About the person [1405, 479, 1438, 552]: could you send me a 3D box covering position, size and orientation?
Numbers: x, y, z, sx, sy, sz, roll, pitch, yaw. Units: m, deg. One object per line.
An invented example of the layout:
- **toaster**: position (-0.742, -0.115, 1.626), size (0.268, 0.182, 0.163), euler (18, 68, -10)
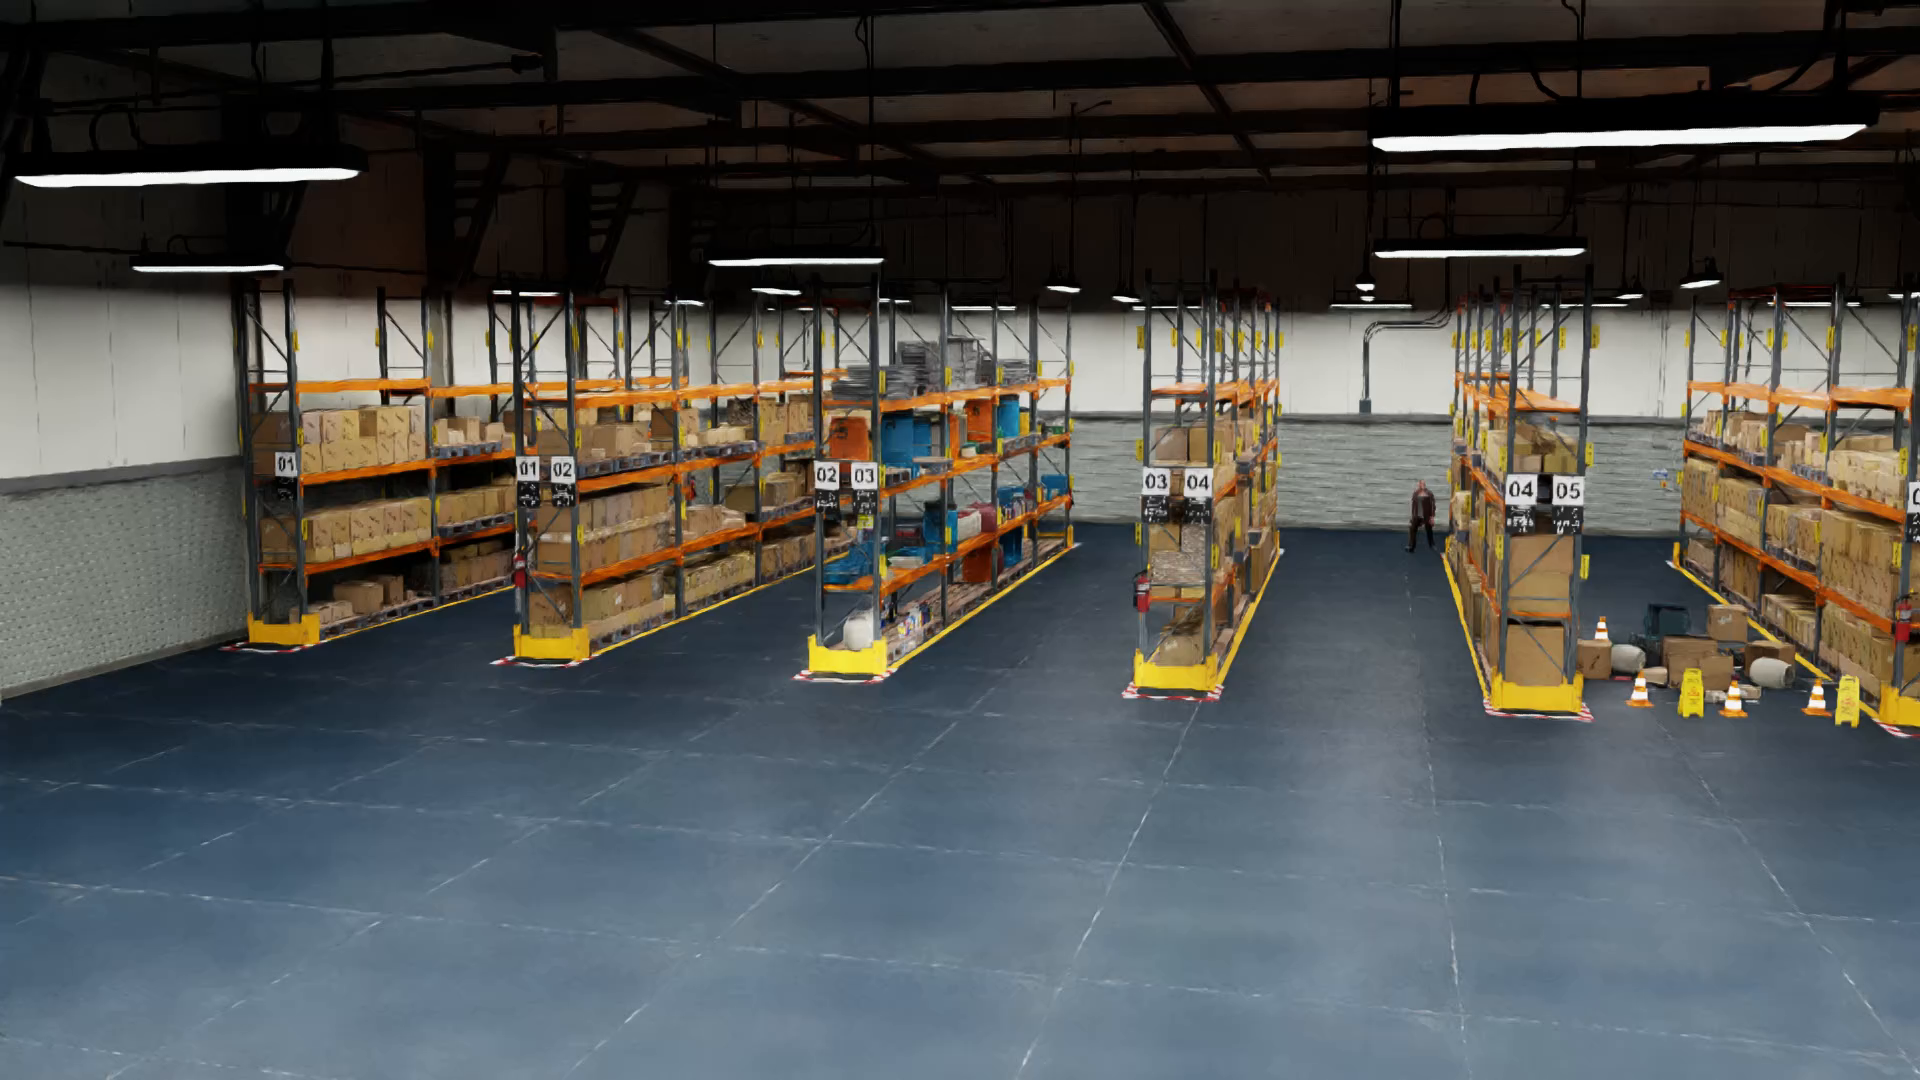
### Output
- **person**: position (11.003, -0.584, 39.541), size (0.633, 1.725, 1.044), euler (5, 8, 35)

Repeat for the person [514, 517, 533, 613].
- **person**: position (-7.969, 0.434, 30.588), size (0.475, 1.789, 0.637), euler (-2, 7, -15)

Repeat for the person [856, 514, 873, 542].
- **person**: position (-2.075, -0.274, 36.947), size (0.589, 1.716, 1.043), euler (2, 7, 13)
